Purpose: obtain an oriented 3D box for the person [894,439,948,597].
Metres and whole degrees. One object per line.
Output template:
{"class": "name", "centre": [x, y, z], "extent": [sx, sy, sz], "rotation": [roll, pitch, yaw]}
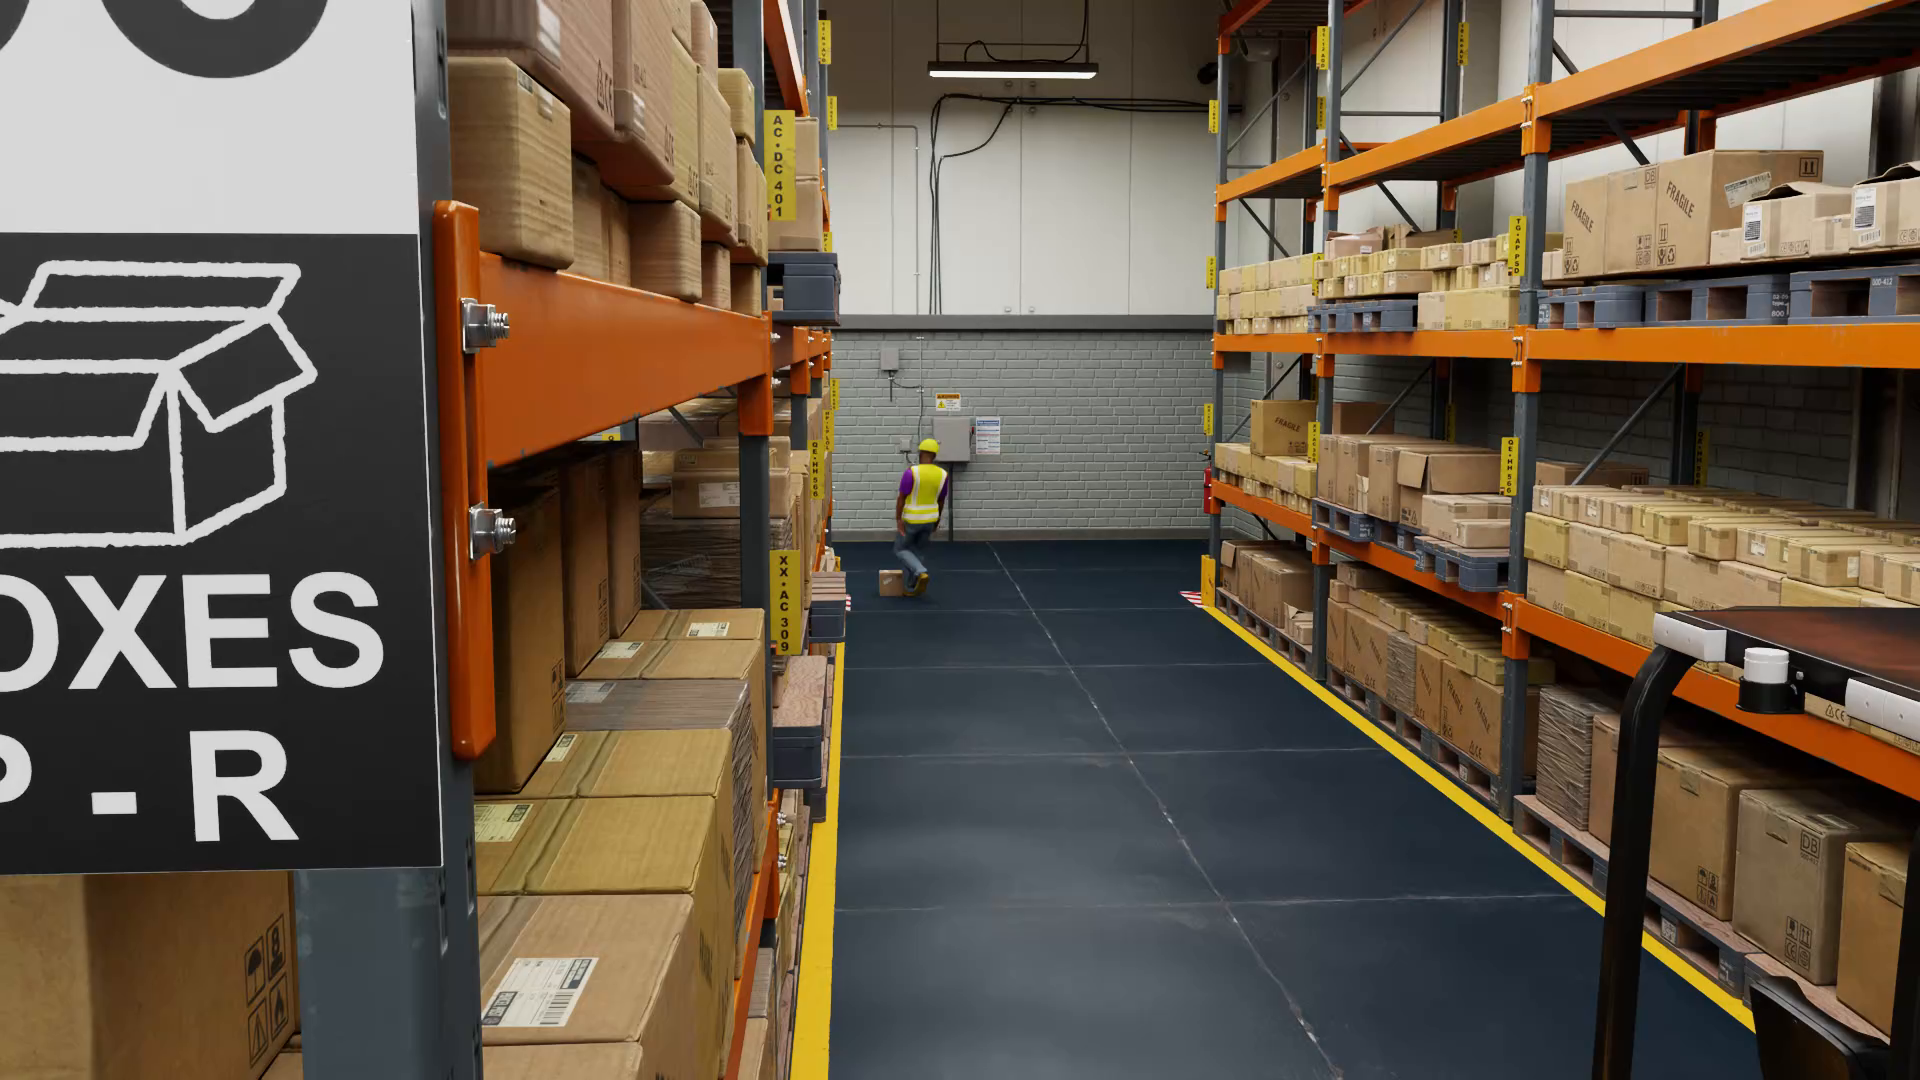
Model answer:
{"class": "person", "centre": [-0.499, -0.228, 17.730], "extent": [0.609, 1.720, 0.778], "rotation": [-4, 8, -31]}
